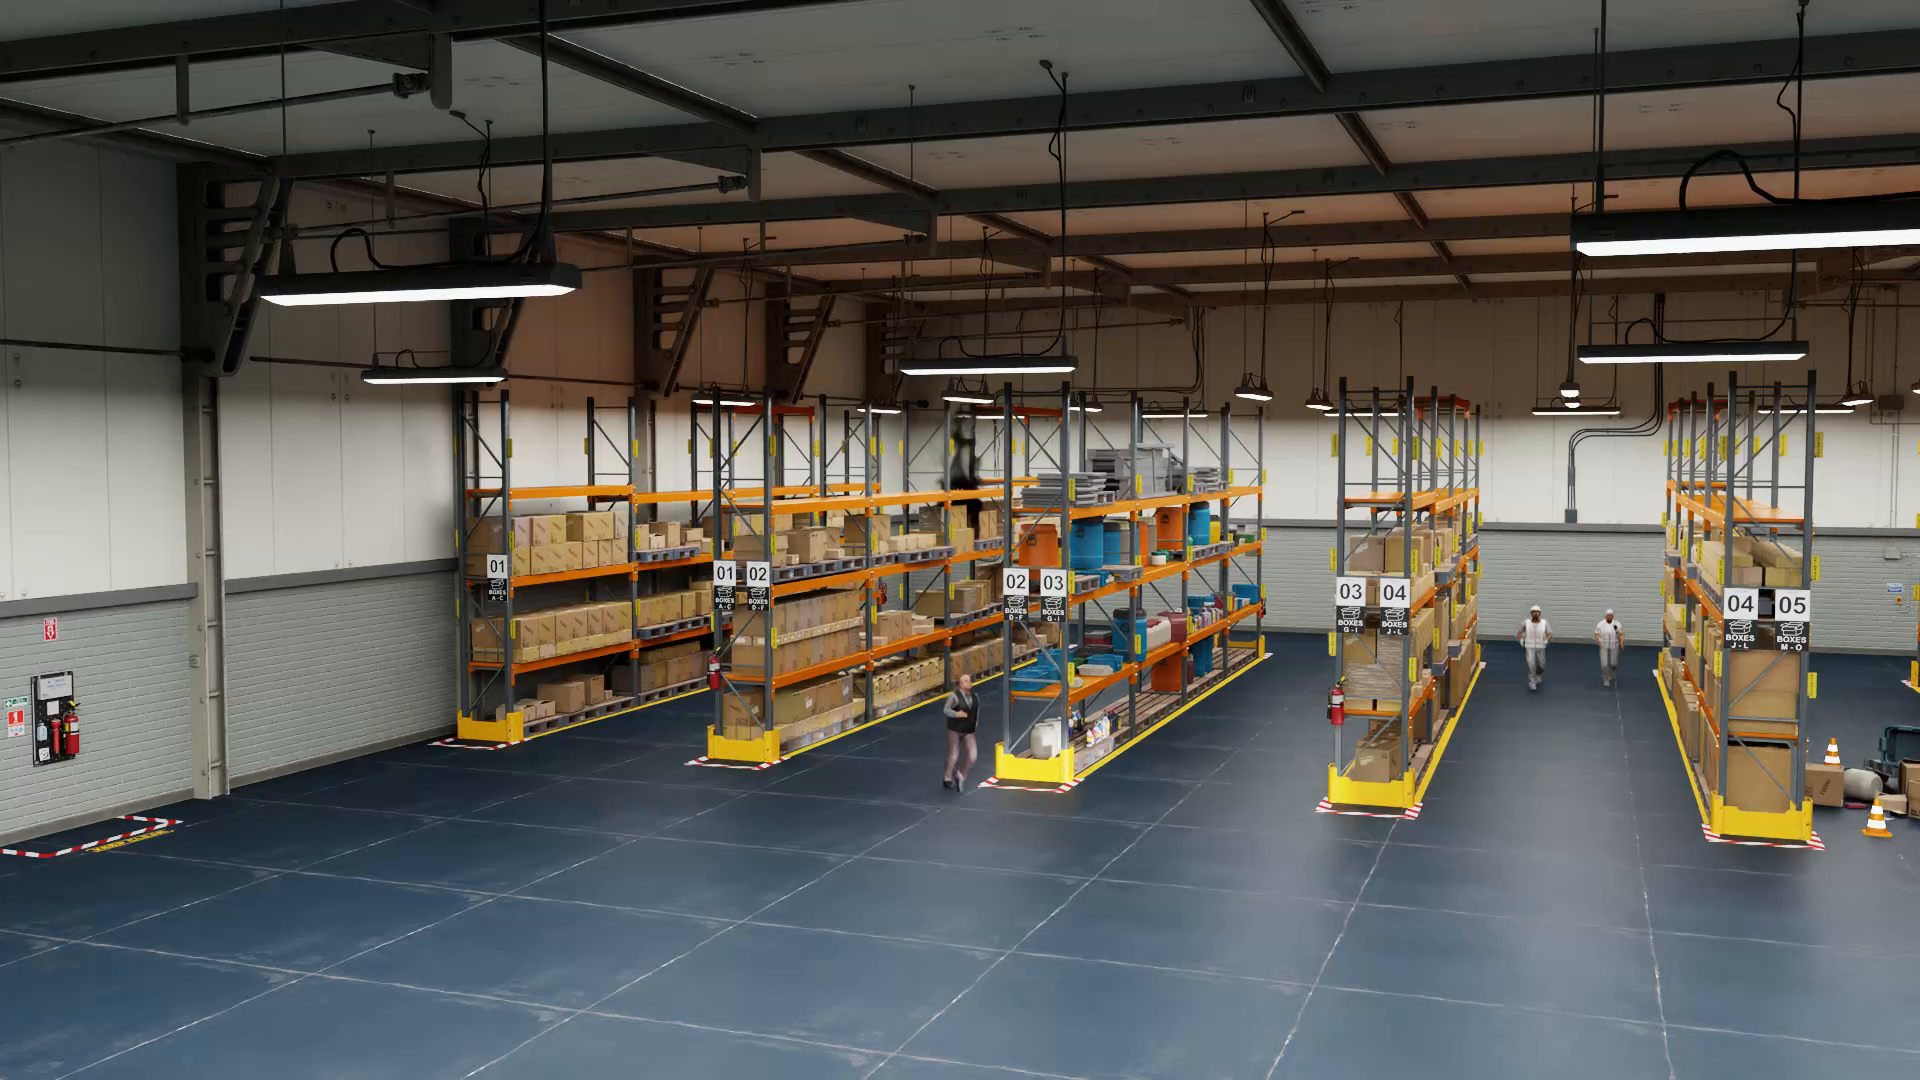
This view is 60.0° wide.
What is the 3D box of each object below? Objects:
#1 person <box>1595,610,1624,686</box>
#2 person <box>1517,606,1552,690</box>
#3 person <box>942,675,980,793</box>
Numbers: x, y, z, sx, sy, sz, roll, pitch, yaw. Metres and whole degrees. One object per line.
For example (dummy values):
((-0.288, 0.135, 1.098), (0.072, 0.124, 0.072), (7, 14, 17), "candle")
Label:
((13.732, 2.271, 35.167), (0.592, 1.617, 0.563), (1, 3, 20), "person")
((11.923, 2.234, 34.513), (0.689, 1.738, 0.730), (1, 3, 16), "person")
((0.068, 2.831, 24.220), (0.661, 1.736, 0.684), (-1, 3, -23), "person")
